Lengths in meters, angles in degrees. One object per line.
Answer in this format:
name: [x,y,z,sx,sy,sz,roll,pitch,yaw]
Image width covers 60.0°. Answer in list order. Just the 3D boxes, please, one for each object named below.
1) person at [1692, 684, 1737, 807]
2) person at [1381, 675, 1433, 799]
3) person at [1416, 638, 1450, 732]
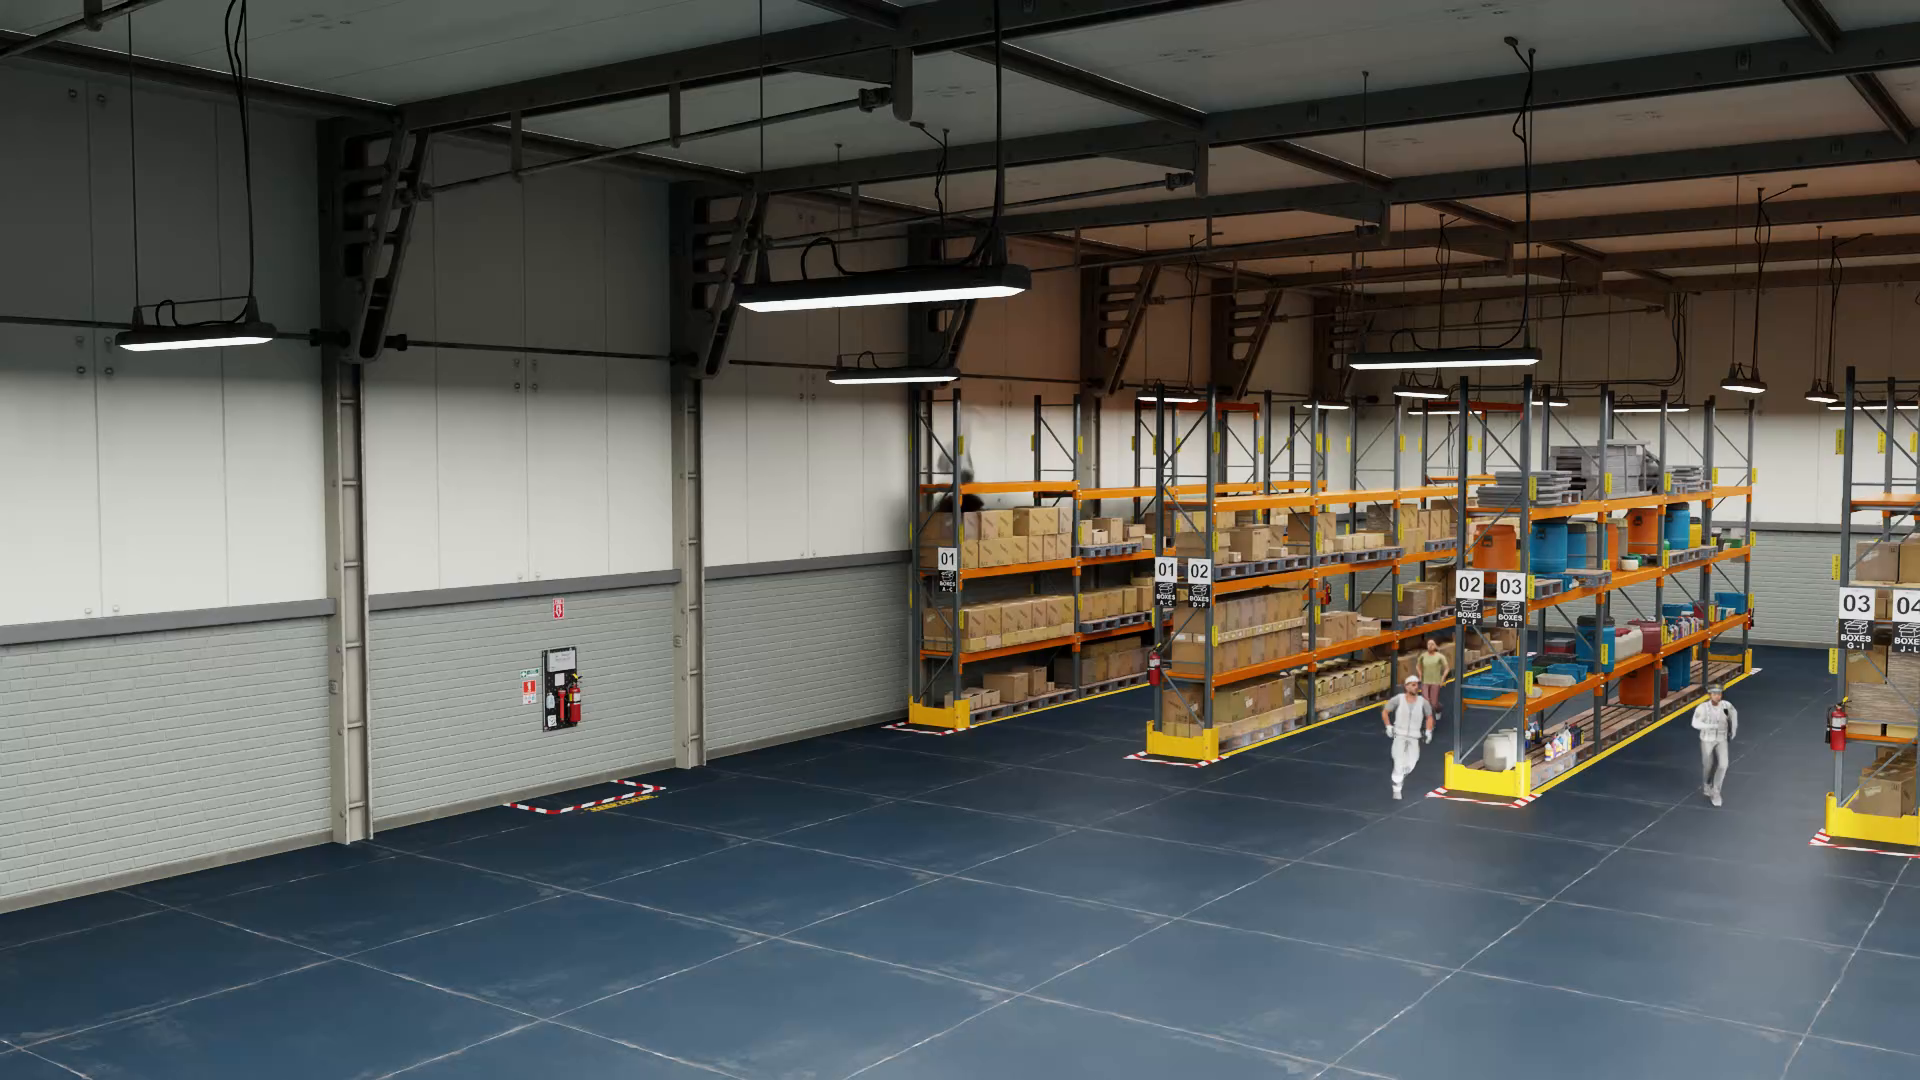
person: [10.559,2.837,23.270,0.640,1.708,0.810,1,3,12]
person: [6.364,2.793,23.654,0.722,1.737,0.558,0,3,5]
person: [8.302,2.530,29.261,0.581,1.633,0.599,2,4,30]
